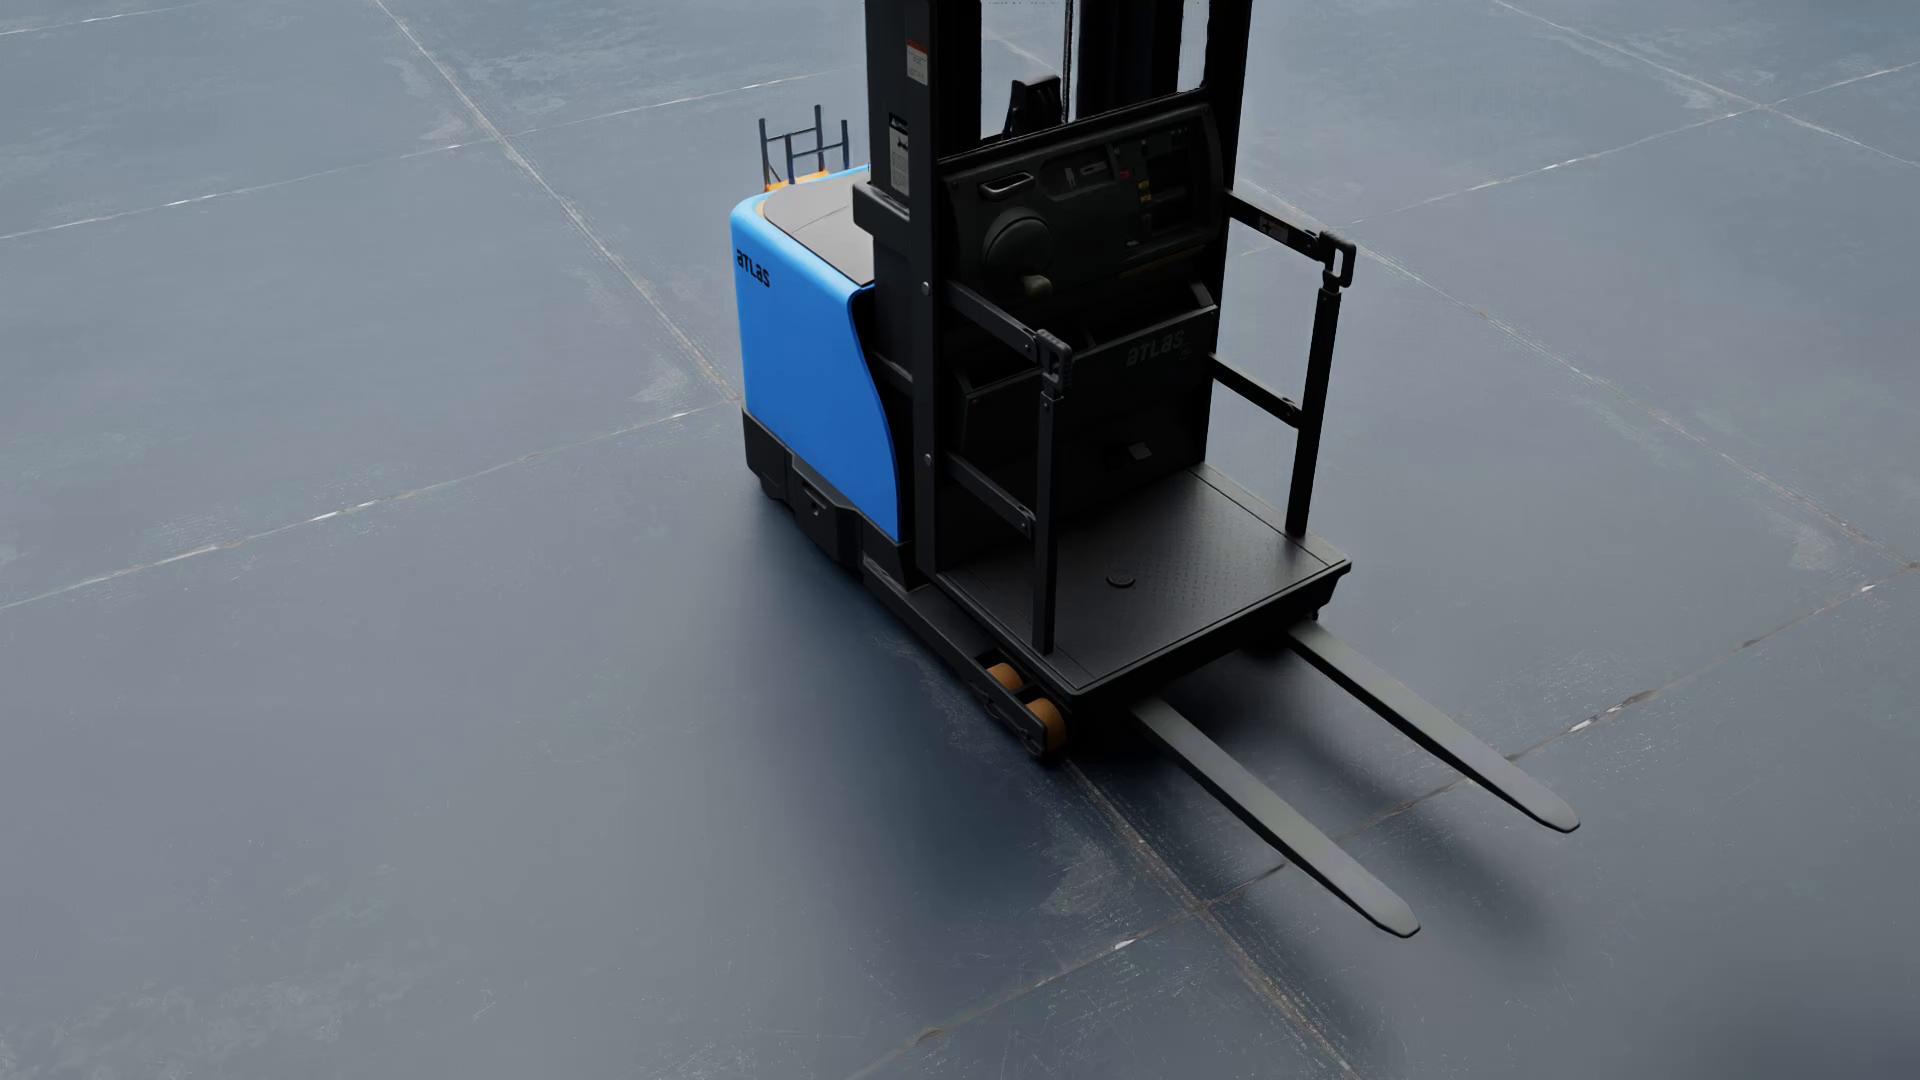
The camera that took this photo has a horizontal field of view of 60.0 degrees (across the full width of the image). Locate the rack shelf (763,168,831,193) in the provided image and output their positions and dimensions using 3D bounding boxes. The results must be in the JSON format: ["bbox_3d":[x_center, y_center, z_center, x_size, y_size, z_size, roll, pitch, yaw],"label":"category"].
[{"bbox_3d":[-0.531,-1.202,5.838,0.258,0.103,0.180,-22,39,-27],"label":"rack shelf"}]

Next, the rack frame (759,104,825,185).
[{"bbox_3d":[-0.576,-0.984,6.080,0.240,1.200,0.006,-22,39,-27],"label":"rack frame"}]

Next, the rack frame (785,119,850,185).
[{"bbox_3d":[-0.474,-0.900,5.953,0.240,1.200,0.006,-22,39,-27],"label":"rack frame"}]

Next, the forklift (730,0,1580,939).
[{"bbox_3d":[0.485,-0.878,4.467,1.130,2.935,3.031,-23,42,-28],"label":"forklift"}]

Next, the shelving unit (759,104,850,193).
[{"bbox_3d":[-0.525,-0.942,6.017,0.258,1.200,0.189,-22,39,-27],"label":"shelving unit"}]
